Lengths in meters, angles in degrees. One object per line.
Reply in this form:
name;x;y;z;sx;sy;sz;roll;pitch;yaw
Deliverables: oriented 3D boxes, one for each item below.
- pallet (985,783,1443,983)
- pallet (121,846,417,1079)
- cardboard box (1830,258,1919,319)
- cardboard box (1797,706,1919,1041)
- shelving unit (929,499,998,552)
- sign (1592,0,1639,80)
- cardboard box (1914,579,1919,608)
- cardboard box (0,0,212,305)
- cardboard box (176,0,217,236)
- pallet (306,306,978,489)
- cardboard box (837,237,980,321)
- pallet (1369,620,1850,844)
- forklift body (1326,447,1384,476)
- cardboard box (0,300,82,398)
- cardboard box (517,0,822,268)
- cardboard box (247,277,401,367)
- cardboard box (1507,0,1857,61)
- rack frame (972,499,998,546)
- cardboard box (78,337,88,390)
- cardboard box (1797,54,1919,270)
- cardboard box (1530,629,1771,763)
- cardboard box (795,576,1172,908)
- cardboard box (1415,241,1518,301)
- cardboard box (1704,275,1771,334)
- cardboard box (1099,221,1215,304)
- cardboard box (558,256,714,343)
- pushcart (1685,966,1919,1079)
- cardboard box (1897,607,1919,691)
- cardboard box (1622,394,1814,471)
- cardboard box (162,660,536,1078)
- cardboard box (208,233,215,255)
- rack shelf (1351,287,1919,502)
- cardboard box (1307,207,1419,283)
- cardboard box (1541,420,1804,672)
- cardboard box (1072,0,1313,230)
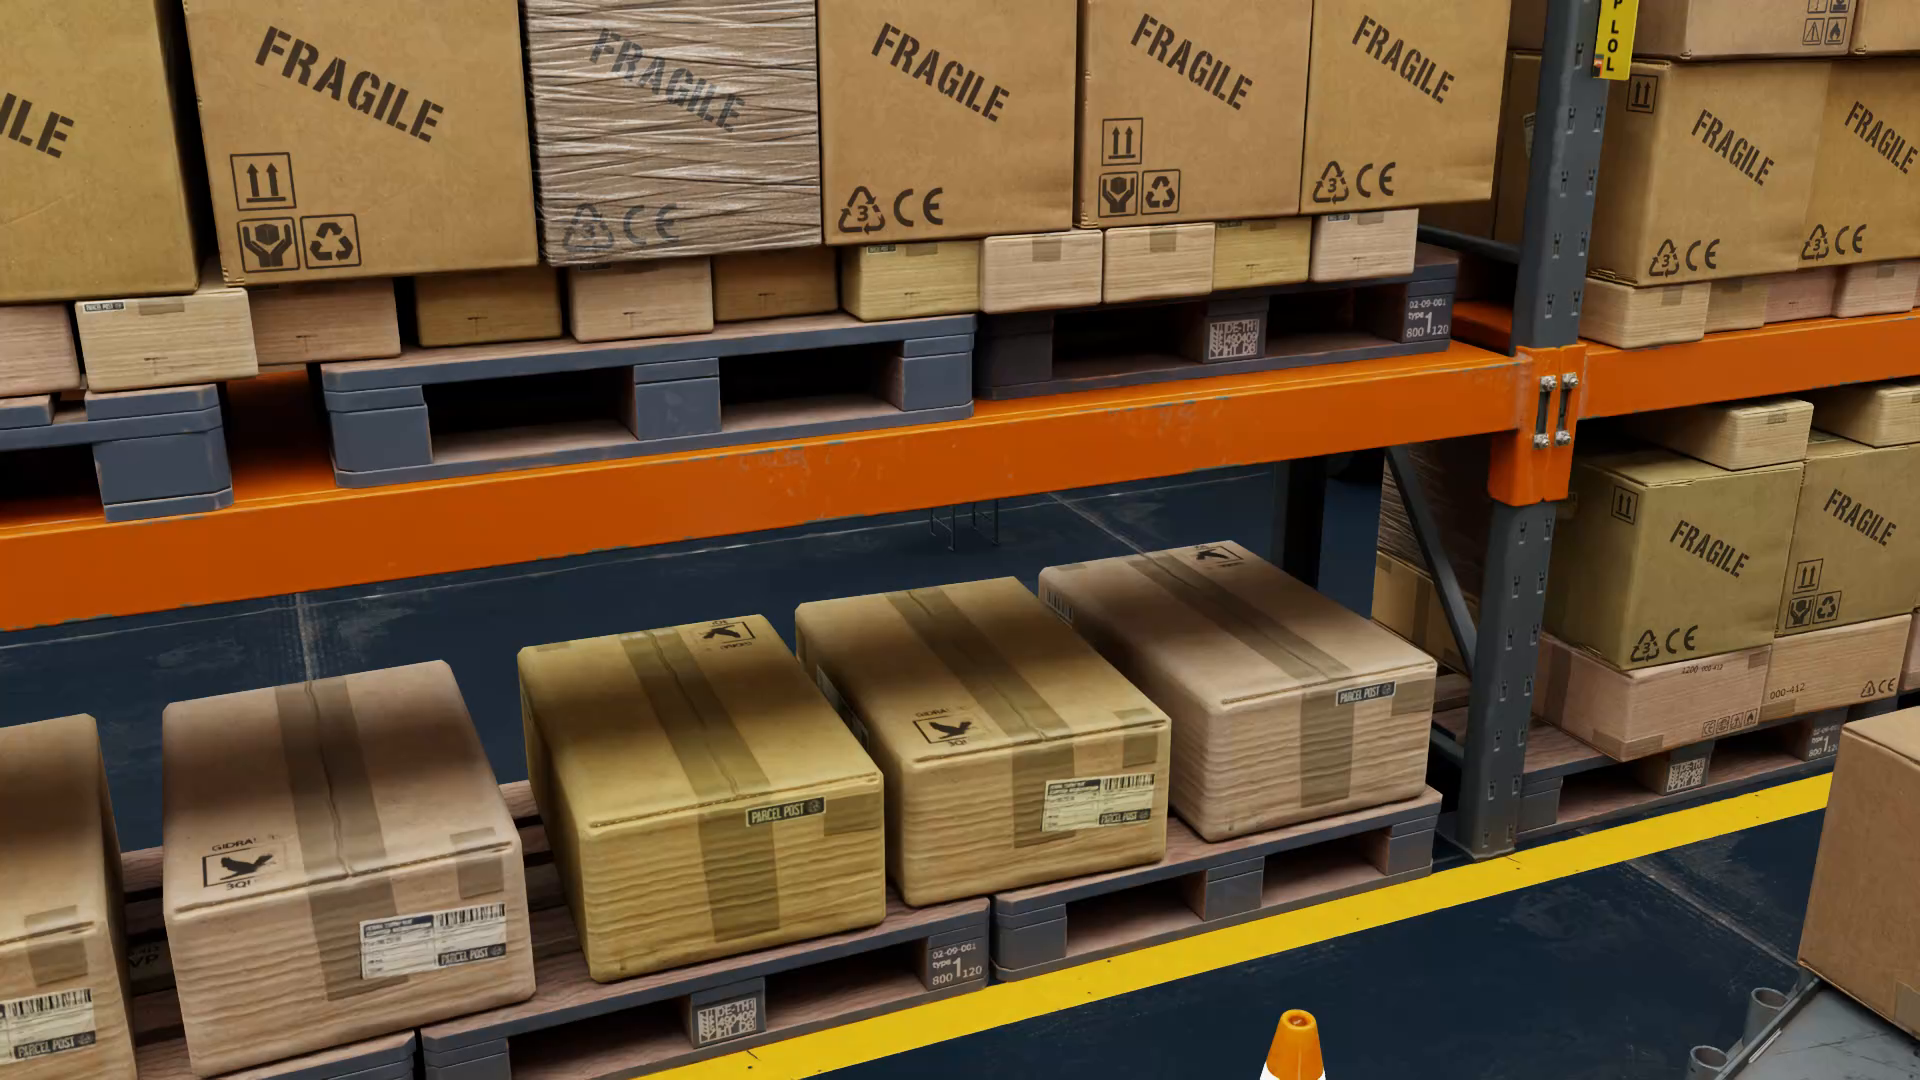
pallet;0.446;0.661;4.328;1.213;0.211;1.003;-8;21;-22
pallet;-1.794;0.982;3.416;1.213;0.211;1.003;-8;21;-22
cardboard box;2.261;-0.698;4.366;0.250;0.149;0.380;-7;21;-20
cardboard box;1.893;0.603;2.916;0.500;0.500;0.500;-8;21;-22
shelving unit;0.013;-0.568;6.328;0.189;1.200;0.258;-8;21;-22
sign;1.384;-1.135;3.485;0.005;0.325;0.100;-8;21;-22
cardboard box;2.773;-0.149;4.808;0.500;0.500;0.500;-7;21;-19
cardboard box;-1.532;-0.676;2.695;0.500;0.500;0.500;-7;21;-19
cardboard box;-1.272;-0.900;3.330;0.500;0.500;0.500;-10;22;-26
pallet;-0.711;-0.414;3.469;1.213;0.211;1.003;-8;21;-22
cardboard box;-0.145;-0.555;3.329;0.250;0.149;0.380;-8;21;-22
pallet;1.763;0.459;4.902;1.213;0.211;1.003;-8;21;-22
forklift body;1.845;-1.591;7.802;1.214;2.155;2.313;-8;21;-22
cardboard box;-1.598;-0.346;2.734;0.250;0.149;0.380;-10;22;-25
cardboard box;-0.584;-0.812;3.080;0.500;0.500;0.500;-9;21;-24
cardboard box;-1.147;-0.431;2.976;0.250;0.149;0.380;-7;21;-19
cardboard box;1.651;-1.408;3.902;0.500;0.500;0.700;-8;21;-22
rack frame;0.097;-0.580;6.362;0.006;1.200;0.240;-8;21;-22
cardboard box;-3.904;-0.900;7.506;0.625;0.625;0.875;-7;21;-20
cardboard box;2.127;-0.991;4.222;0.500;0.500;0.500;-8;21;-22
cardboard box;1.809;0.346;4.531;0.500;0.250;0.500;-9;21;-24
cardboard box;0.021;0.449;4.054;0.625;0.372;0.950;-7;21;-19
cardboard box;1.335;-0.774;4.583;0.250;0.149;0.380;-8;21;-22
cardboard box;1.788;-0.632;4.178;0.250;0.149;0.380;-8;21;-20
cardboard box;0.326;-0.611;3.487;0.250;0.149;0.380;-9;21;-23
cardboard box;-0.637;-0.495;3.157;0.250;0.149;0.380;-7;21;-20
pushcart;2.110;1.168;2.637;0.936;0.377;1.648;-17;26;-40
cardboard box;2.781;0.202;4.940;0.500;0.250;0.500;-8;21;-23
cardboard box;1.948;-0.312;4.293;0.250;0.149;0.380;-8;21;-21
cardboard box;-1.315;0.639;3.514;0.625;0.372;0.950;-9;21;-23
cardboard box;-1.639;-0.561;3.344;0.250;0.149;0.380;-9;21;-24
rack shelf;2.997;-0.681;5.024;4.000;0.370;1.077;-8;21;-22
cardboard box;0.798;-0.685;3.698;0.250;0.149;0.380;-8;21;-21
cardboard box;1.809;-0.008;4.406;0.500;0.500;0.500;-7;21;-19
cardboard box;0.373;-0.947;3.464;0.500;0.500;0.500;-8;21;-22
